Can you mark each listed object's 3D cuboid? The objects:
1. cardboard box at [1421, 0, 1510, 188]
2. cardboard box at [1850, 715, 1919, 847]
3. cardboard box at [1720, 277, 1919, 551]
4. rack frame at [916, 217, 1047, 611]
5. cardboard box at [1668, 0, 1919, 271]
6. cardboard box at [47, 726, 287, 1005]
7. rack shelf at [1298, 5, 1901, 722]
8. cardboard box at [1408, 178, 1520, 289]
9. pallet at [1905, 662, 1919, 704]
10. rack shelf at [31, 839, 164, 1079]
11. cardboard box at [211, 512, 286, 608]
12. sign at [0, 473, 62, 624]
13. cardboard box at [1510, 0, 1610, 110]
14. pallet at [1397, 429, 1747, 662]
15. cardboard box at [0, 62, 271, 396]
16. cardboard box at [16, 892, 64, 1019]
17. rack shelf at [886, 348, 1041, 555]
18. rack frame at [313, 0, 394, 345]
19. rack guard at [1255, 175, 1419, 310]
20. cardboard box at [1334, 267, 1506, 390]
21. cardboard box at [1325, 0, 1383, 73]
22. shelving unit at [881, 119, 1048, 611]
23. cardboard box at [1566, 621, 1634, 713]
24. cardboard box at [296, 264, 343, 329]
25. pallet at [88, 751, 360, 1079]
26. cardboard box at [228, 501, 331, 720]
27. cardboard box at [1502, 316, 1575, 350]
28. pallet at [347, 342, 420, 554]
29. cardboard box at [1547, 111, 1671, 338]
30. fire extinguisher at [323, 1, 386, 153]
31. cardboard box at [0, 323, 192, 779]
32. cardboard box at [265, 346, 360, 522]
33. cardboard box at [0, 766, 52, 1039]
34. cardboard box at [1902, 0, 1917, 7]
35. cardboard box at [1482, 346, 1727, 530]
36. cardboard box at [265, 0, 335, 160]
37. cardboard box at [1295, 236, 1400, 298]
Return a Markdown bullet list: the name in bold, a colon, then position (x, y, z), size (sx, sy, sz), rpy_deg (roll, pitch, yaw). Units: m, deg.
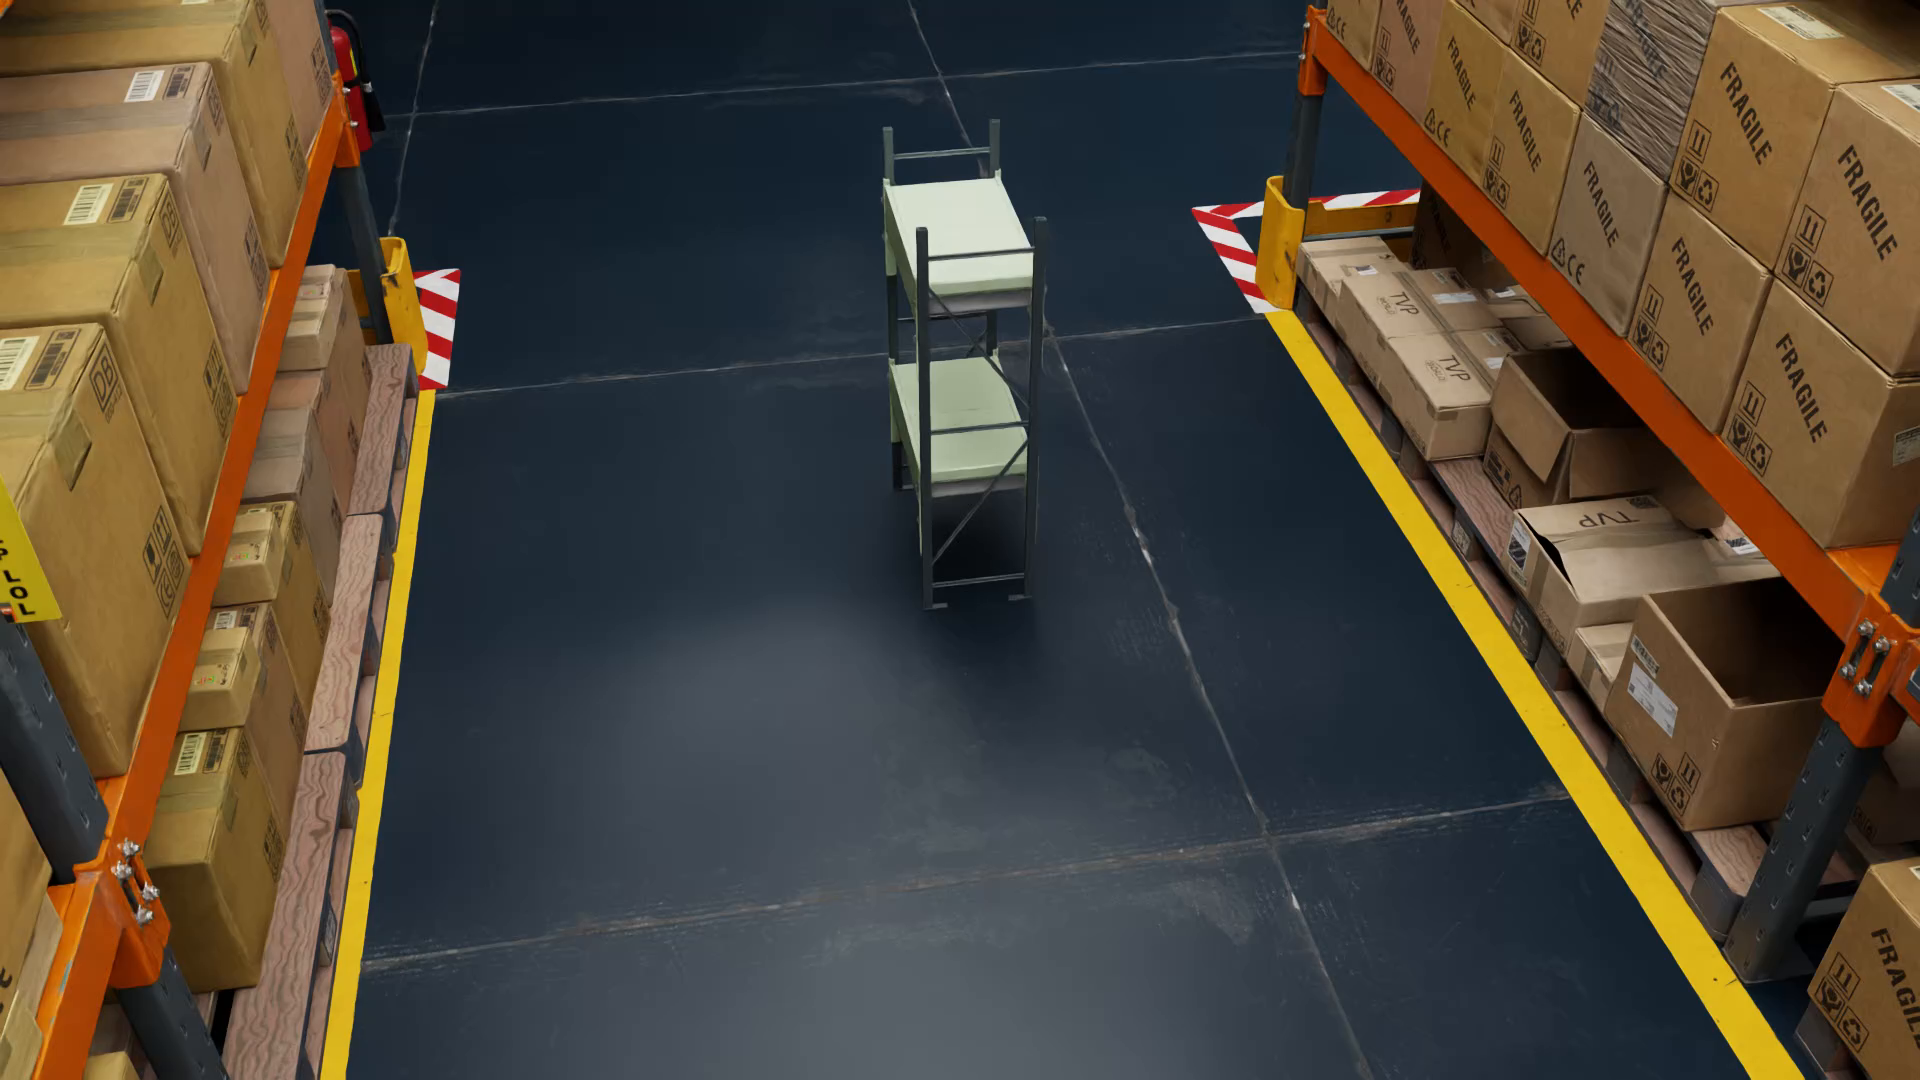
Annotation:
- **cardboard box**: position (1.968, -1.572, 5.747), size (0.500, 0.500, 0.500), rpy_deg (-6, 38, -8)
- **cardboard box**: position (2.809, 0.584, 4.887), size (0.500, 0.311, 0.500), rpy_deg (-6, 38, -8)
- **cardboard box**: position (2.330, -0.342, 4.163), size (0.500, 0.500, 0.500), rpy_deg (-6, 38, -7)
- **rack frame**: position (0.065, -0.367, 5.500), size (0.400, 1.500, 0.023), rpy_deg (-6, 38, -8)
- **cardboard box**: position (2.234, -1.049, 4.259), size (0.500, 0.500, 0.500), rpy_deg (-7, 38, -9)
- **cardboard box**: position (-2.237, 0.866, 4.386), size (0.700, 0.500, 0.500), rpy_deg (-6, 38, -7)
- **rack shelf**: position (2.319, -0.952, 5.616), size (1.077, 0.370, 4.000), rpy_deg (-6, 38, -8)
- **cardboard box**: position (2.306, -1.328, 7.194), size (0.500, 0.500, 0.500), rpy_deg (-6, 38, -8)
- **pallet**: position (2.702, 0.542, 3.263), size (1.003, 0.211, 1.213), rpy_deg (-6, 38, -8)
- **rack shelf**: position (-1.856, 1.999, 1.818), size (1.077, 0.370, 4.000), rpy_deg (-6, 38, -8)
- **cardboard box**: position (-2.209, 0.068, 4.884), size (0.380, 0.149, 0.250), rpy_deg (-7, 38, -9)
- **sign**: position (-1.674, 0.017, 2.904), size (0.100, 0.325, 0.005), rpy_deg (-6, 38, -8)
- **cardboard box**: position (2.059, -1.657, 5.042), size (0.500, 0.500, 0.500), rpy_deg (-7, 38, -8)
- **pallet**: position (2.333, -0.080, 6.181), size (1.003, 0.211, 1.213), rpy_deg (-6, 38, -8)
- **cardboard box**: position (-2.545, -0.820, 4.617), size (0.980, 0.700, 0.700), rpy_deg (-8, 39, -10)
- **cardboard box**: position (-1.868, 0.772, 2.999), size (0.380, 0.149, 0.250), rpy_deg (-6, 38, -8)
- **rack shelf**: position (0.001, -0.331, 5.985), size (0.431, 0.370, 0.720), rpy_deg (-6, 38, -8)
- **rack frame**: position (-2.908, -1.909, 6.262), size (1.000, 3.000, 0.127), rpy_deg (-6, 38, -8)
- **rack guard**: position (1.982, -1.411, 7.658), size (1.175, 0.500, 0.348), rpy_deg (-6, 38, -8)
- **cardboard box**: position (1.872, -0.871, 6.808), size (0.500, 0.250, 0.500), rpy_deg (-6, 38, -8)
- **cardboard box**: position (1.787, -2.187, 6.538), size (0.500, 0.500, 0.500), rpy_deg (-5, 38, -7)
- **shelving unit**: position (0.001, -0.588, 5.785), size (0.431, 1.500, 0.755), rpy_deg (-6, 38, -8)
- **cardboard box**: position (2.166, 0.391, 5.267), size (0.380, 0.149, 0.250), rpy_deg (-6, 38, -8)
- **cardboard box**: position (-2.485, -0.874, 6.096), size (0.380, 0.149, 0.250), rpy_deg (-7, 38, -8)
- **pallet**: position (-2.263, 1.141, 4.610), size (1.003, 0.211, 1.213), rpy_deg (-6, 38, -8)
- **cardboard box**: position (-2.409, 0.252, 5.176), size (0.700, 0.500, 0.500), rpy_deg (-5, 38, -7)
- **cardboard box**: position (2.443, -0.653, 6.528), size (0.500, 0.250, 0.500), rpy_deg (-6, 38, -8)
- **pallet**: position (-2.691, -0.333, 6.507), size (1.003, 0.211, 1.213), rpy_deg (-6, 38, -8)
- **cardboard box**: position (2.146, -0.963, 4.963), size (0.500, 0.500, 0.500), rpy_deg (-5, 38, -7)
- **fire extinguisher**: position (-2.480, -1.872, 6.581), size (0.296, 0.674, 0.183), rpy_deg (-6, 38, -8)
- **cardboard box**: position (-2.286, 0.059, 3.484), size (0.980, 0.700, 0.700), rpy_deg (-6, 38, -7)
- **cardboard box**: position (-2.599, -0.373, 5.981), size (0.700, 0.500, 0.500), rpy_deg (-6, 38, -8)
- **cardboard box**: position (-1.877, 0.594, 2.700), size (0.500, 0.500, 0.500), rpy_deg (-7, 38, -9)
- **cardboard box**: position (2.684, -1.399, 4.709), size (0.500, 0.500, 0.500), rpy_deg (-7, 38, -9)
- **cardboard box**: position (2.335, -0.350, 5.932), size (0.797, 0.503, 0.637), rpy_deg (-6, 38, -8)
- **cardboard box**: position (-2.808, -1.720, 5.775), size (0.980, 0.700, 0.700), rpy_deg (-5, 38, -6)
- **cardboard box**: position (1.704, -1.202, 7.317), size (0.380, 0.149, 0.250), rpy_deg (-6, 38, -8)
